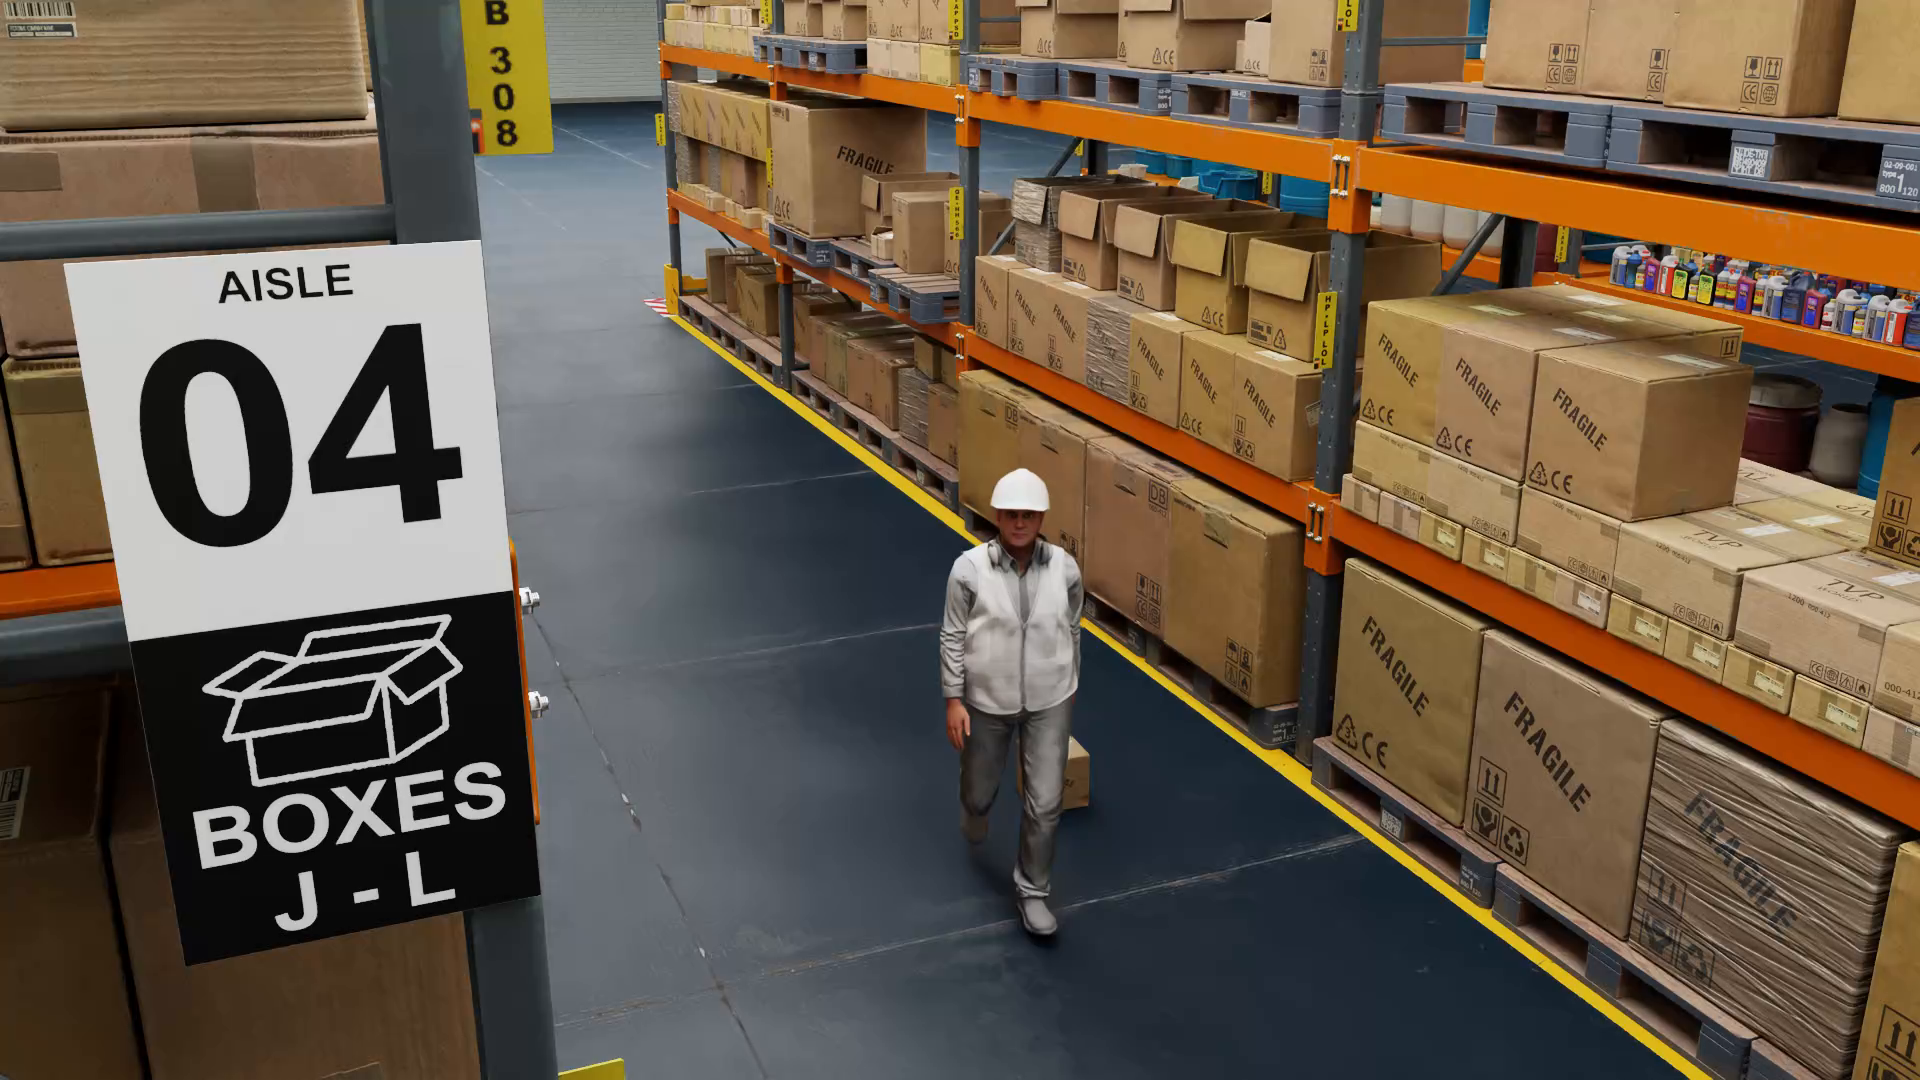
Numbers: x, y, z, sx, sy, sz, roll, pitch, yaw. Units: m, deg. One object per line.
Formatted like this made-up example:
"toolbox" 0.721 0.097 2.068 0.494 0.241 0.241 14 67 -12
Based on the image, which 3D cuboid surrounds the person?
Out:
"person" 0.191 0.560 6.353 0.552 1.743 0.866 -2 19 -5
